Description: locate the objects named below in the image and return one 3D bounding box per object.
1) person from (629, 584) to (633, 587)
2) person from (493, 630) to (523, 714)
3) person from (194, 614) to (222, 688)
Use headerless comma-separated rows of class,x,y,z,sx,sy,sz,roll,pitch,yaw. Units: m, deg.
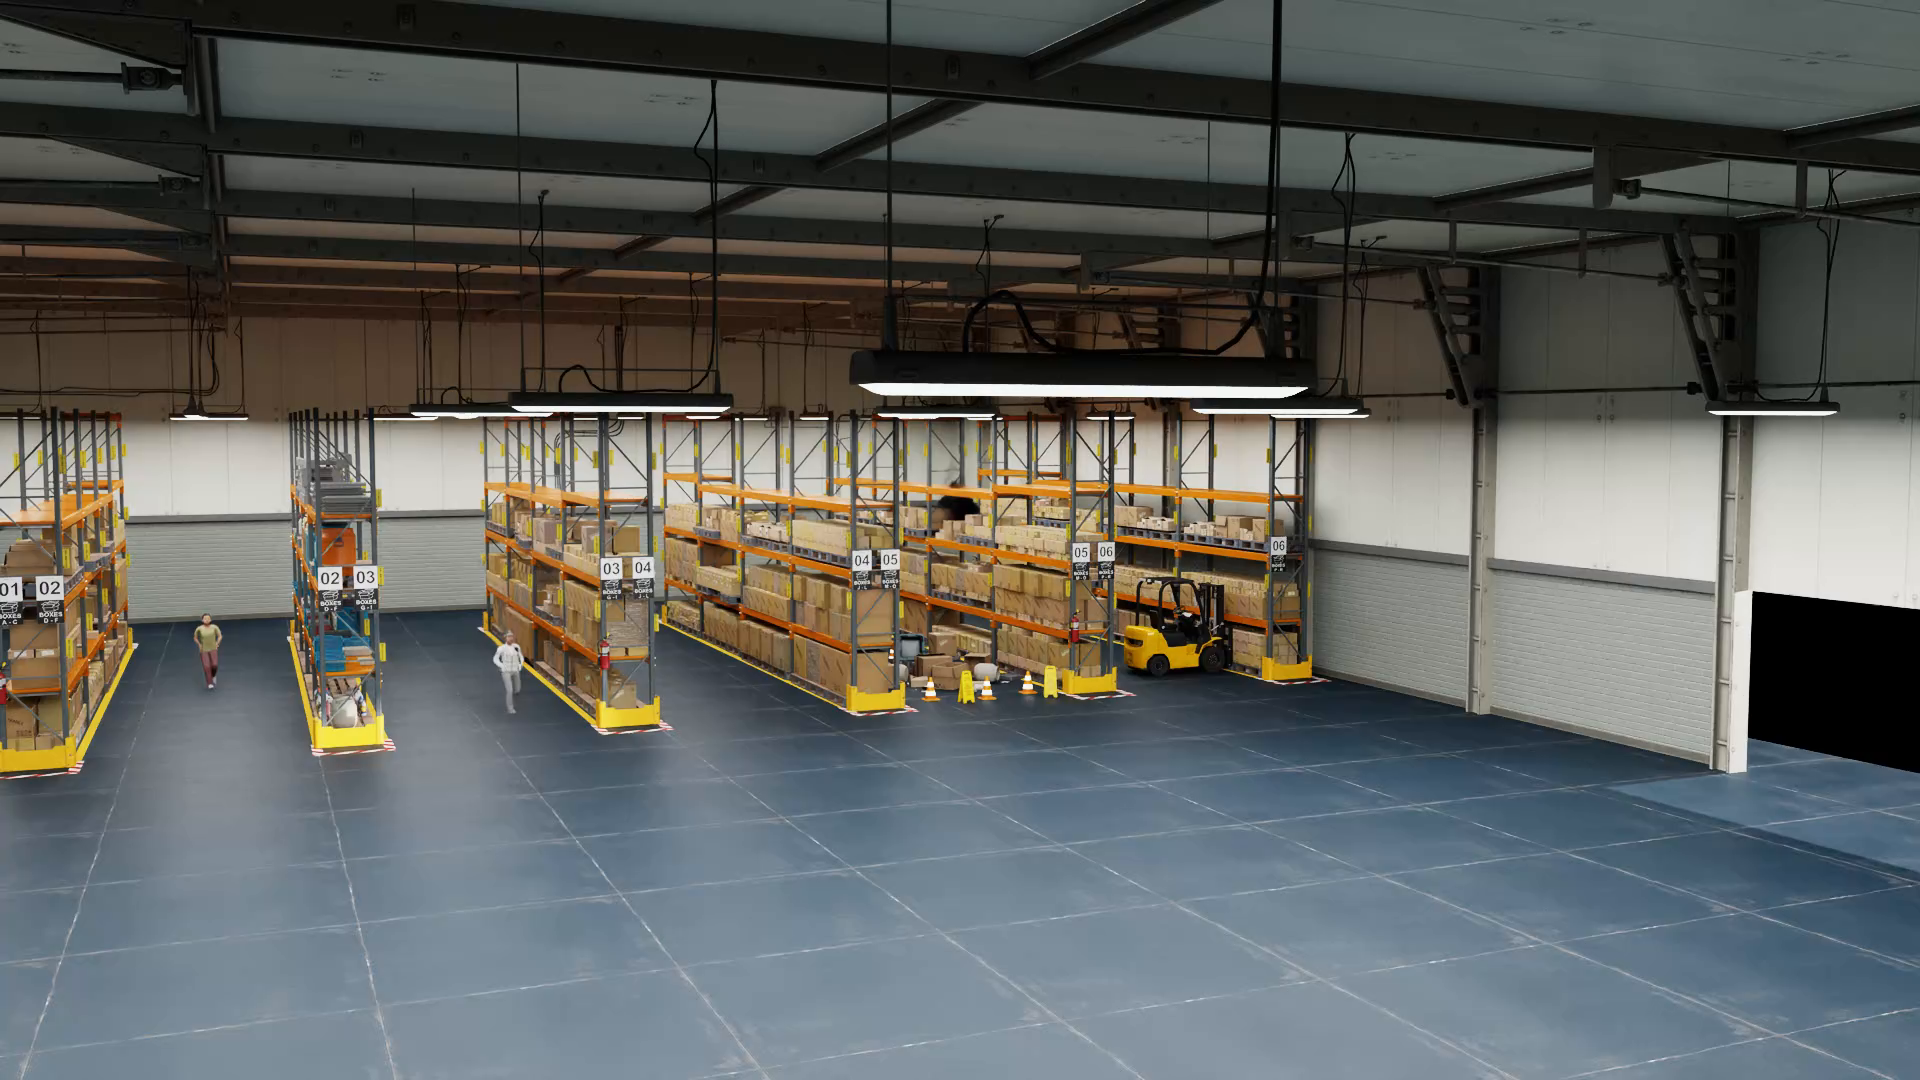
person,-8.818,1.753,45.277,0.513,1.560,0.634,-2,4,-25
person,-8.920,2.591,32.917,0.614,1.647,0.560,-3,5,-33
person,-16.232,2.392,35.908,0.558,1.624,0.533,-2,4,-26
